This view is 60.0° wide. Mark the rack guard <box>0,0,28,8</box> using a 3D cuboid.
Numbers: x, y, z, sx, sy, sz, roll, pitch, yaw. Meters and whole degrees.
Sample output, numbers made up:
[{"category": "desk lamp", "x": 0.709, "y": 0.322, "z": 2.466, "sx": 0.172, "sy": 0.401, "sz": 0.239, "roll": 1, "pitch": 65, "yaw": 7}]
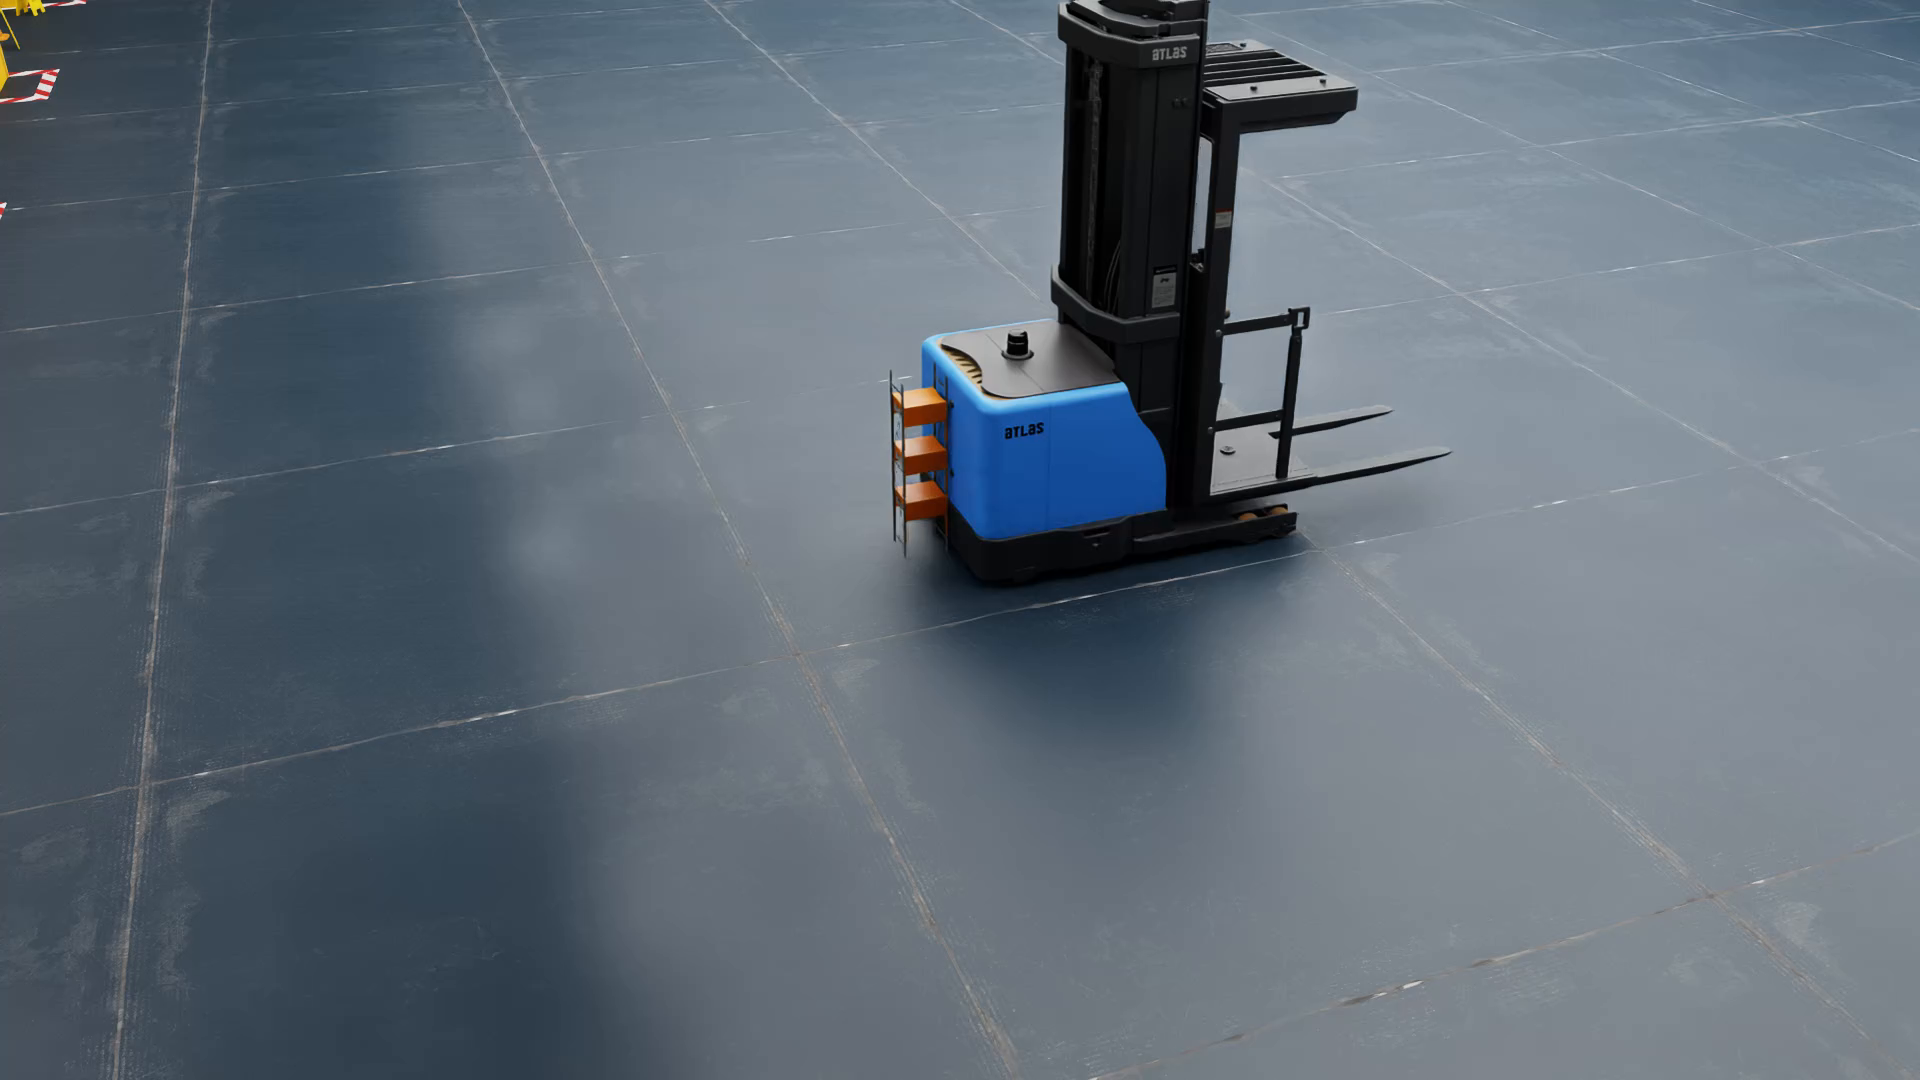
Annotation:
[{"category": "rack guard", "x": -12.289, "y": -7.277, "z": 21.550, "sx": 0.348, "sy": 0.500, "sz": 1.175, "roll": -10, "pitch": 31, "yaw": -18}]

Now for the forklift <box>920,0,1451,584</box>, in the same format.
[{"category": "forklift", "x": 1.347, "y": -1.487, "z": 8.932, "sx": 3.031, "sy": 2.935, "sz": 1.130, "roll": -11, "pitch": 31, "yaw": -18}]

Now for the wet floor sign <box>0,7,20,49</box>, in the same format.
[{"category": "wet floor sign", "x": -11.060, "y": -5.997, "z": 19.158, "sx": 0.232, "sy": 0.644, "sz": 0.267, "roll": -16, "pitch": 33, "yaw": -26}]

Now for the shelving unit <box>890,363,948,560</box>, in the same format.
[{"category": "shelving unit", "x": -0.217, "y": -0.416, "z": 8.952, "sx": 0.252, "sy": 1.050, "sz": 0.215, "roll": -11, "pitch": 31, "yaw": -18}]

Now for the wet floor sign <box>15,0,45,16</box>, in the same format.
[{"category": "wet floor sign", "x": -11.666, "y": -6.889, "z": 20.723, "sx": 0.232, "sy": 0.644, "sz": 0.267, "roll": 0, "pitch": 30, "yaw": 0}]

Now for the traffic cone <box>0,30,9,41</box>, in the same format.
[{"category": "traffic cone", "x": -11.465, "y": -6.145, "z": 19.600, "sx": 0.334, "sy": 0.463, "sz": 0.336, "roll": -10, "pitch": 31, "yaw": -18}]

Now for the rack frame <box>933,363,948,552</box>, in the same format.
[{"category": "rack frame", "x": -0.103, "y": -0.437, "z": 8.989, "sx": 0.008, "sy": 1.050, "sz": 0.200, "roll": -11, "pitch": 31, "yaw": -18}]

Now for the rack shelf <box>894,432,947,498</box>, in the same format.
[{"category": "rack shelf", "x": -0.217, "y": -0.407, "z": 8.957, "sx": 0.240, "sy": 0.259, "sz": 0.215, "roll": -11, "pitch": 31, "yaw": -18}]

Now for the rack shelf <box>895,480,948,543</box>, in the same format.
[{"category": "rack shelf", "x": -0.217, "y": -0.165, "z": 9.095, "sx": 0.240, "sy": 0.259, "sz": 0.215, "roll": -11, "pitch": 31, "yaw": -18}]

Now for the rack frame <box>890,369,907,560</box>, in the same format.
[{"category": "rack frame", "x": -0.331, "y": -0.395, "z": 8.915, "sx": 0.008, "sy": 1.050, "sz": 0.200, "roll": -11, "pitch": 31, "yaw": -18}]

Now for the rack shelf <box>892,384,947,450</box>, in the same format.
[{"category": "rack shelf", "x": -0.217, "y": -0.653, "z": 8.817, "sx": 0.240, "sy": 0.259, "sz": 0.215, "roll": -11, "pitch": 31, "yaw": -18}]

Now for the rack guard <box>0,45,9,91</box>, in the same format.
[{"category": "rack guard", "x": -10.374, "y": -5.015, "z": 17.580, "sx": 0.348, "sy": 0.500, "sz": 1.175, "roll": -10, "pitch": 31, "yaw": -18}]
